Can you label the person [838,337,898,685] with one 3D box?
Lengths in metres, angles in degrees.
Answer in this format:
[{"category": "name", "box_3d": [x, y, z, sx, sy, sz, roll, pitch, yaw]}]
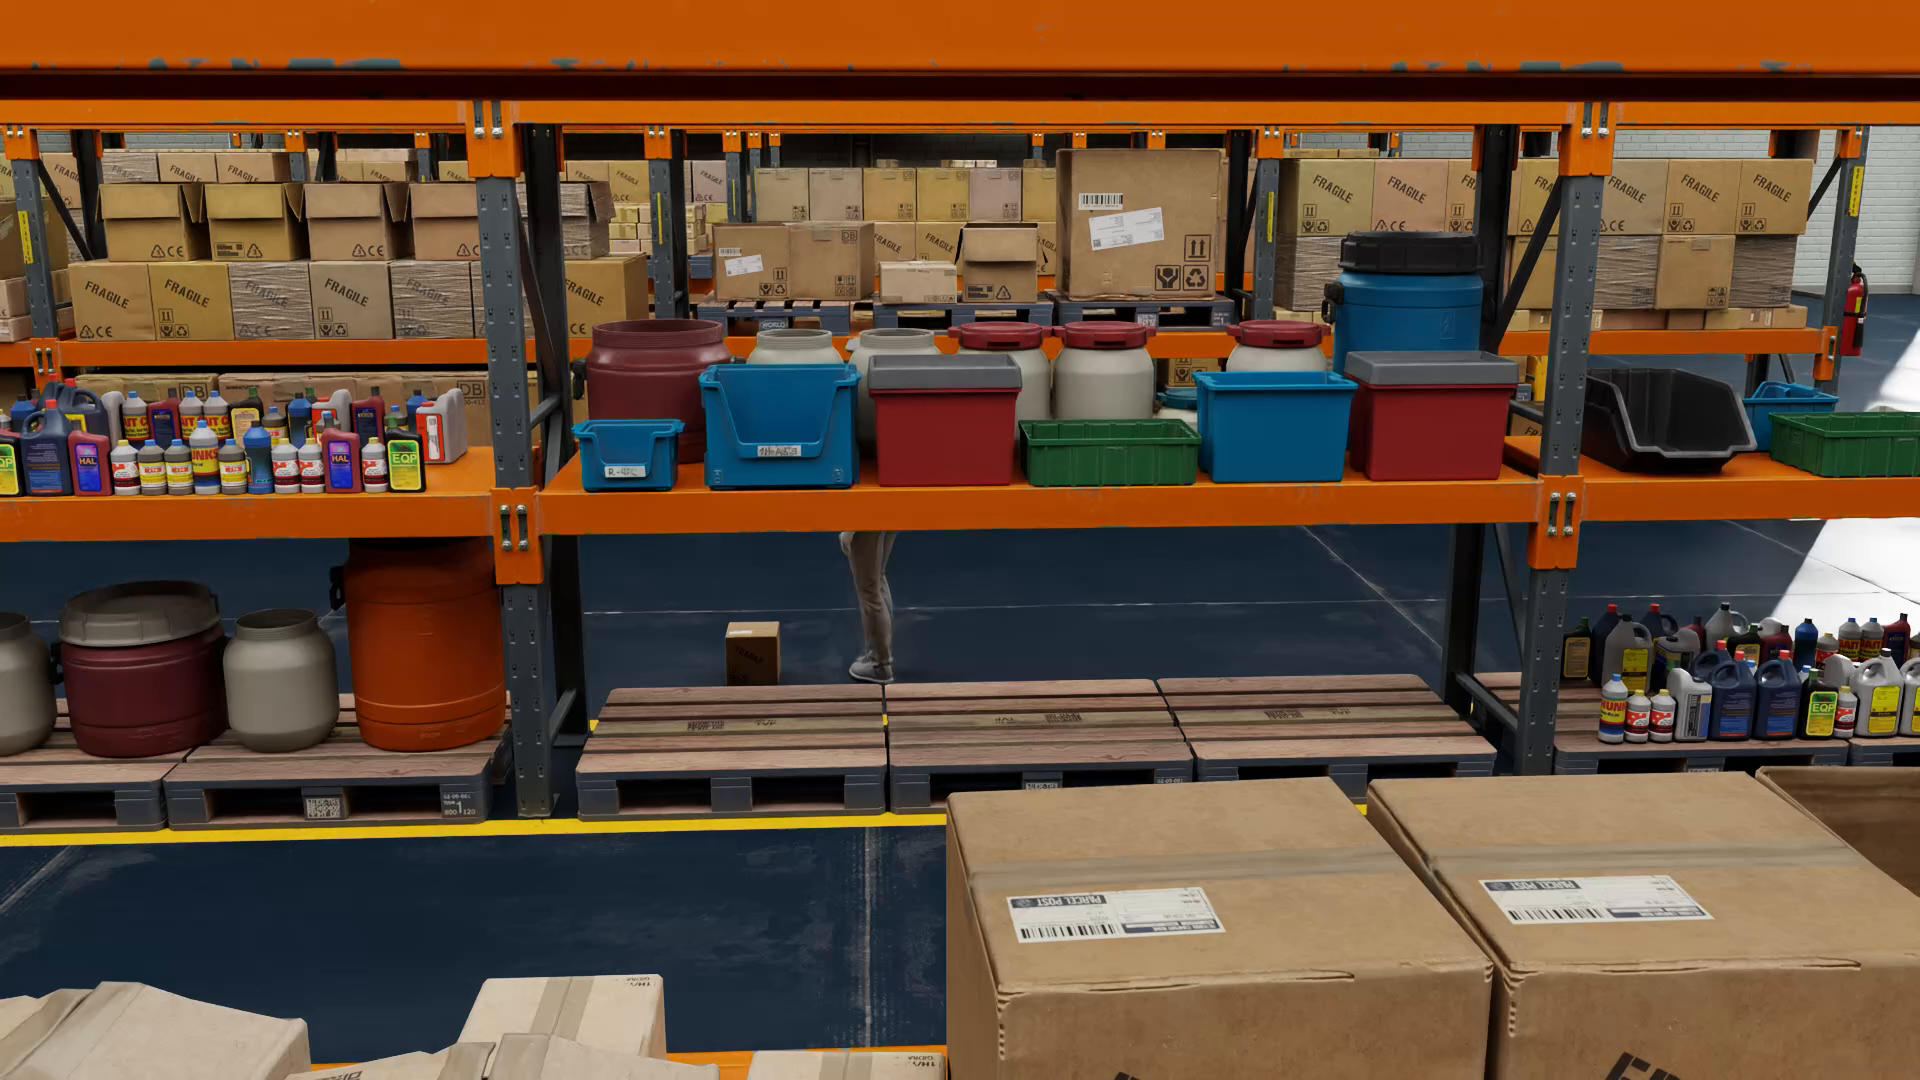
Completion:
[{"category": "person", "box_3d": [-0.458, -0.121, 8.003, 0.434, 1.717, 0.544, 8, 16, 30]}]
